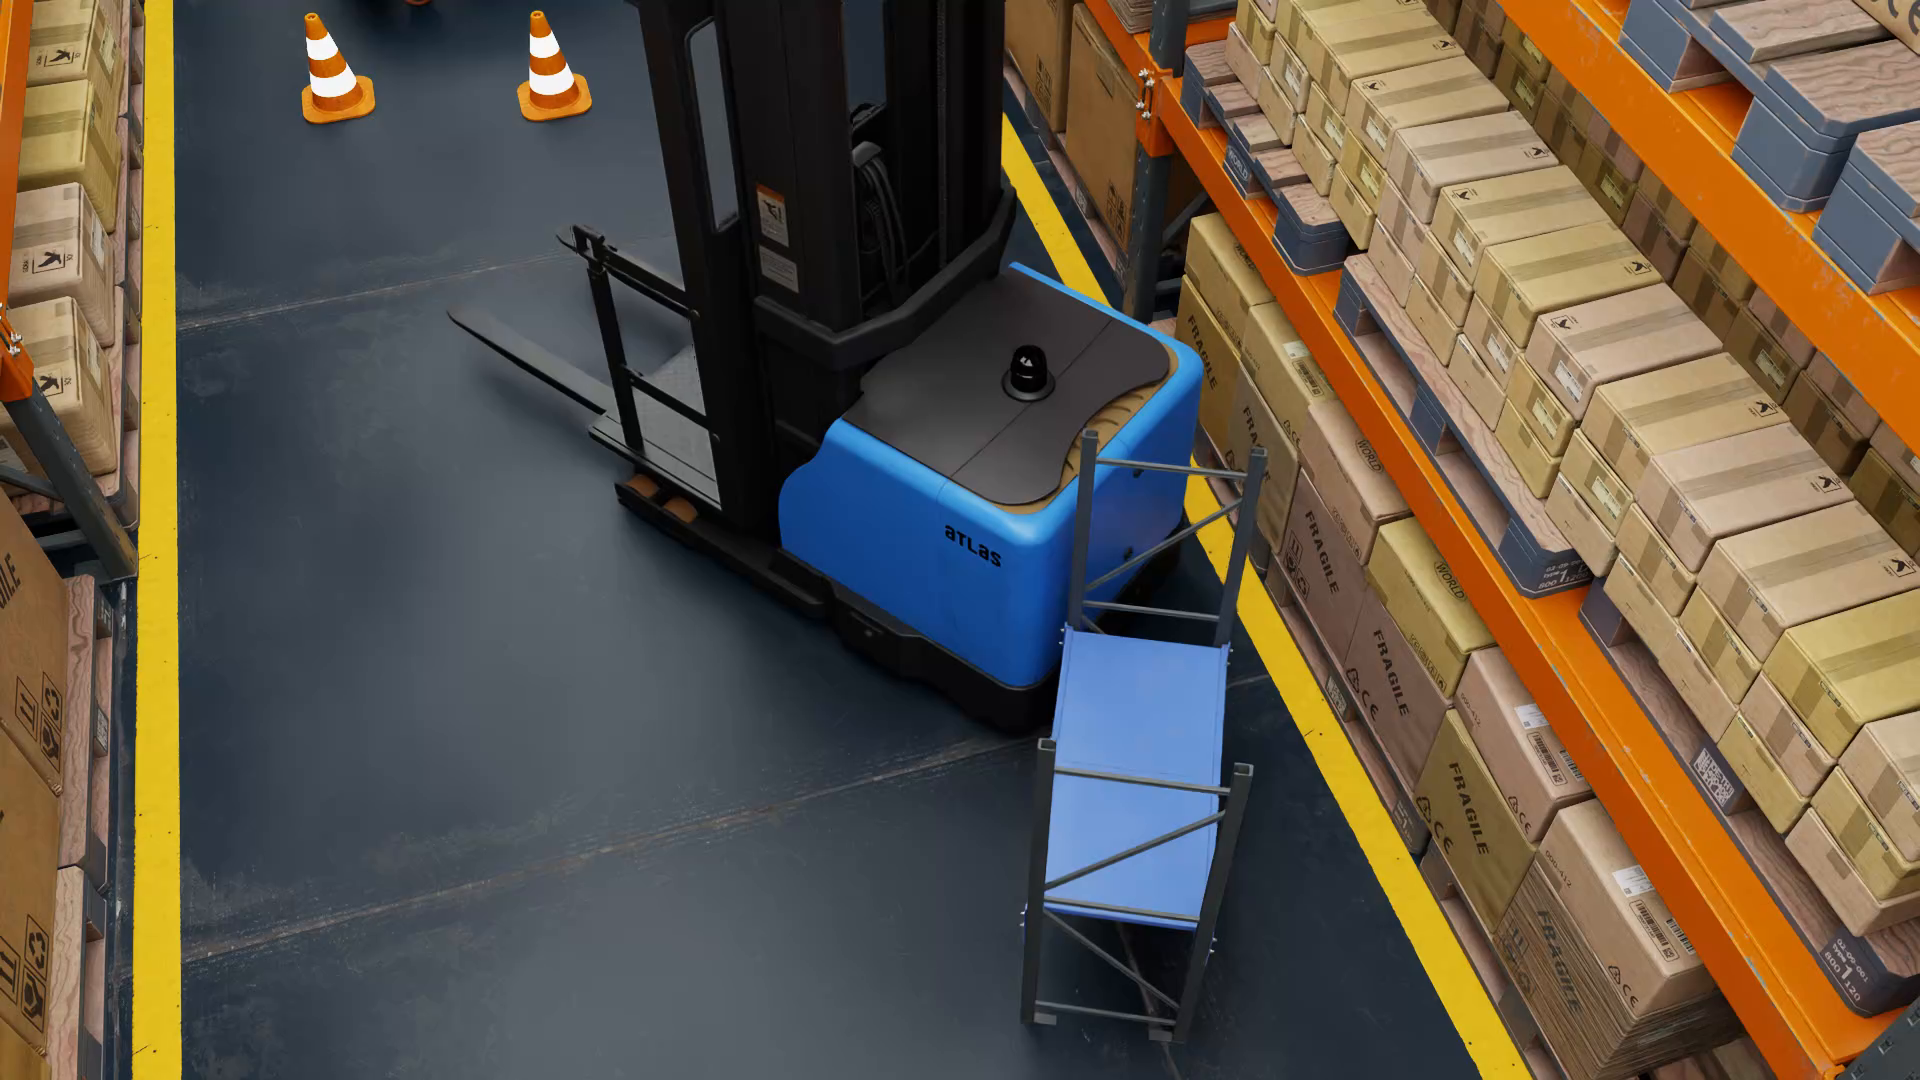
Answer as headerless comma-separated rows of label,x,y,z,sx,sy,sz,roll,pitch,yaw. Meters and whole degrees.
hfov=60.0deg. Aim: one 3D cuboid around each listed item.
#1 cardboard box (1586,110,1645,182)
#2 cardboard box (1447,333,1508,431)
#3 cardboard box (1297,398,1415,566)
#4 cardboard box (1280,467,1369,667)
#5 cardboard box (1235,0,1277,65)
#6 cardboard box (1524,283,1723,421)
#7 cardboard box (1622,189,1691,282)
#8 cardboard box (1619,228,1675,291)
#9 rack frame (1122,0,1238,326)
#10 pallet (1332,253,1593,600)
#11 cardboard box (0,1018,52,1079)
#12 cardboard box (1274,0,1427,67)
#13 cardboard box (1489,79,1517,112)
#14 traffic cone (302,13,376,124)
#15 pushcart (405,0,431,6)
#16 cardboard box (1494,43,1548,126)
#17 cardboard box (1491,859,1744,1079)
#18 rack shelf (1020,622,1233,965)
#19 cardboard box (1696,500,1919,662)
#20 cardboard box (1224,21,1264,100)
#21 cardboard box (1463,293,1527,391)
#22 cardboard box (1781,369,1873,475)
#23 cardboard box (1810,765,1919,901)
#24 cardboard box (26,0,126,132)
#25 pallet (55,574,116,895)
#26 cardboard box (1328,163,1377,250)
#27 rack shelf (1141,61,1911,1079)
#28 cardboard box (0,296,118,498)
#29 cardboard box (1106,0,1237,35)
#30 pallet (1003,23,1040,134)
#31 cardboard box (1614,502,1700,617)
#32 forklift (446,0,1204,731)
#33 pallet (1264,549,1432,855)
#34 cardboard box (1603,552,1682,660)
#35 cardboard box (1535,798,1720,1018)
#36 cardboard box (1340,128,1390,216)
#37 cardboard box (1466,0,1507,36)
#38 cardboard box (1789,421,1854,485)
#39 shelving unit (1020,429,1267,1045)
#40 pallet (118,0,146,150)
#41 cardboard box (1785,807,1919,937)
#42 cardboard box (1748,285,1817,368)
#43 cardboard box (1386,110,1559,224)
cardboard box,2.055,-1.197,4.797,0.380,0.149,0.250,-13,51,-11
cardboard box,1.584,-0.475,4.578,0.380,0.149,0.250,-15,51,-12
cardboard box,1.431,-0.230,5.352,0.500,0.250,0.500,-13,51,-11
cardboard box,1.448,0.033,5.620,0.500,0.500,0.500,-14,51,-12
cardboard box,1.126,-1.703,5.419,0.380,0.149,0.250,-11,51,-9
cardboard box,1.668,-0.477,4.191,0.380,0.149,0.250,-15,52,-13
cardboard box,2.139,-0.902,4.744,0.380,0.149,0.250,-12,51,-10
cardboard box,2.134,-0.812,4.862,0.380,0.149,0.250,-12,51,-10
rack frame,1.175,-1.952,5.933,1.000,3.000,0.127,-13,51,-11
pallet,1.799,-0.453,4.796,1.003,0.211,1.213,-13,51,-11
cardboard box,-2.876,1.620,4.038,0.875,0.875,0.875,-12,51,-10
cardboard box,1.208,-1.621,5.155,0.380,0.149,0.250,-15,51,-12
cardboard box,1.908,-1.380,5.341,0.380,0.149,0.250,-13,51,-10
traffic cone,-3.003,-2.273,7.864,0.336,0.463,0.334,-13,51,-11
pushcart,-2.544,-3.387,8.858,1.648,0.377,0.936,-30,56,-23
cardboard box,1.916,-1.458,5.212,0.380,0.149,0.250,-12,51,-10
cardboard box,1.898,1.157,4.673,0.500,0.500,0.500,-14,51,-12
rack shelf,0.506,0.719,4.898,0.538,0.185,1.000,7,50,6
cardboard box,1.897,0.090,3.713,0.380,0.149,0.250,-15,51,-12
cardboard box,1.114,-1.633,5.555,0.380,0.149,0.250,-14,51,-11
cardboard box,1.591,-0.567,4.461,0.380,0.149,0.250,-12,51,-10
cardboard box,2.366,-0.336,4.266,0.380,0.149,0.250,-11,51,-10
cardboard box,2.051,0.574,3.500,0.380,0.149,0.250,-12,51,-10
cardboard box,-4.334,-2.062,7.470,0.950,0.372,0.625,-10,51,-9
pallet,-3.363,0.733,5.494,1.003,0.211,1.213,-13,51,-11
cardboard box,1.355,-1.044,5.058,0.380,0.149,0.250,-11,51,-9
rack shelf,1.766,-0.259,4.977,1.077,0.370,4.000,-13,51,-11
cardboard box,-3.682,-0.462,6.121,0.950,0.372,0.625,-16,52,-13
cardboard box,0.785,-2.252,6.121,0.500,0.500,0.500,-13,51,-11
pallet,0.656,-2.535,8.249,1.003,0.211,1.213,-13,51,-11
cardboard box,1.816,0.001,3.982,0.380,0.149,0.250,-15,51,-12
forklift,-0.676,-1.237,5.376,3.031,2.935,1.130,30,56,23
pallet,1.761,0.408,5.768,1.003,0.211,1.213,-13,51,-11
cardboard box,1.828,0.115,4.081,0.380,0.149,0.250,-16,52,-13
cardboard box,1.896,0.912,4.389,0.500,0.250,0.500,-15,51,-12
cardboard box,1.365,-1.127,4.934,0.380,0.149,0.250,-13,51,-11
cardboard box,1.830,-1.759,5.272,0.380,0.149,0.250,-14,51,-11
cardboard box,2.374,-0.230,4.372,0.380,0.149,0.250,-15,52,-13
shelving unit,0.506,0.603,4.761,0.538,1.500,1.048,7,50,6
pallet,-4.475,-2.213,7.977,1.003,0.211,1.213,-13,51,-11
cardboard box,2.051,0.670,3.613,0.380,0.149,0.250,-14,51,-12
cardboard box,2.297,-0.612,4.305,0.380,0.149,0.250,-12,51,-10
cardboard box,1.436,-1.050,4.674,0.380,0.149,0.250,-11,51,-9
